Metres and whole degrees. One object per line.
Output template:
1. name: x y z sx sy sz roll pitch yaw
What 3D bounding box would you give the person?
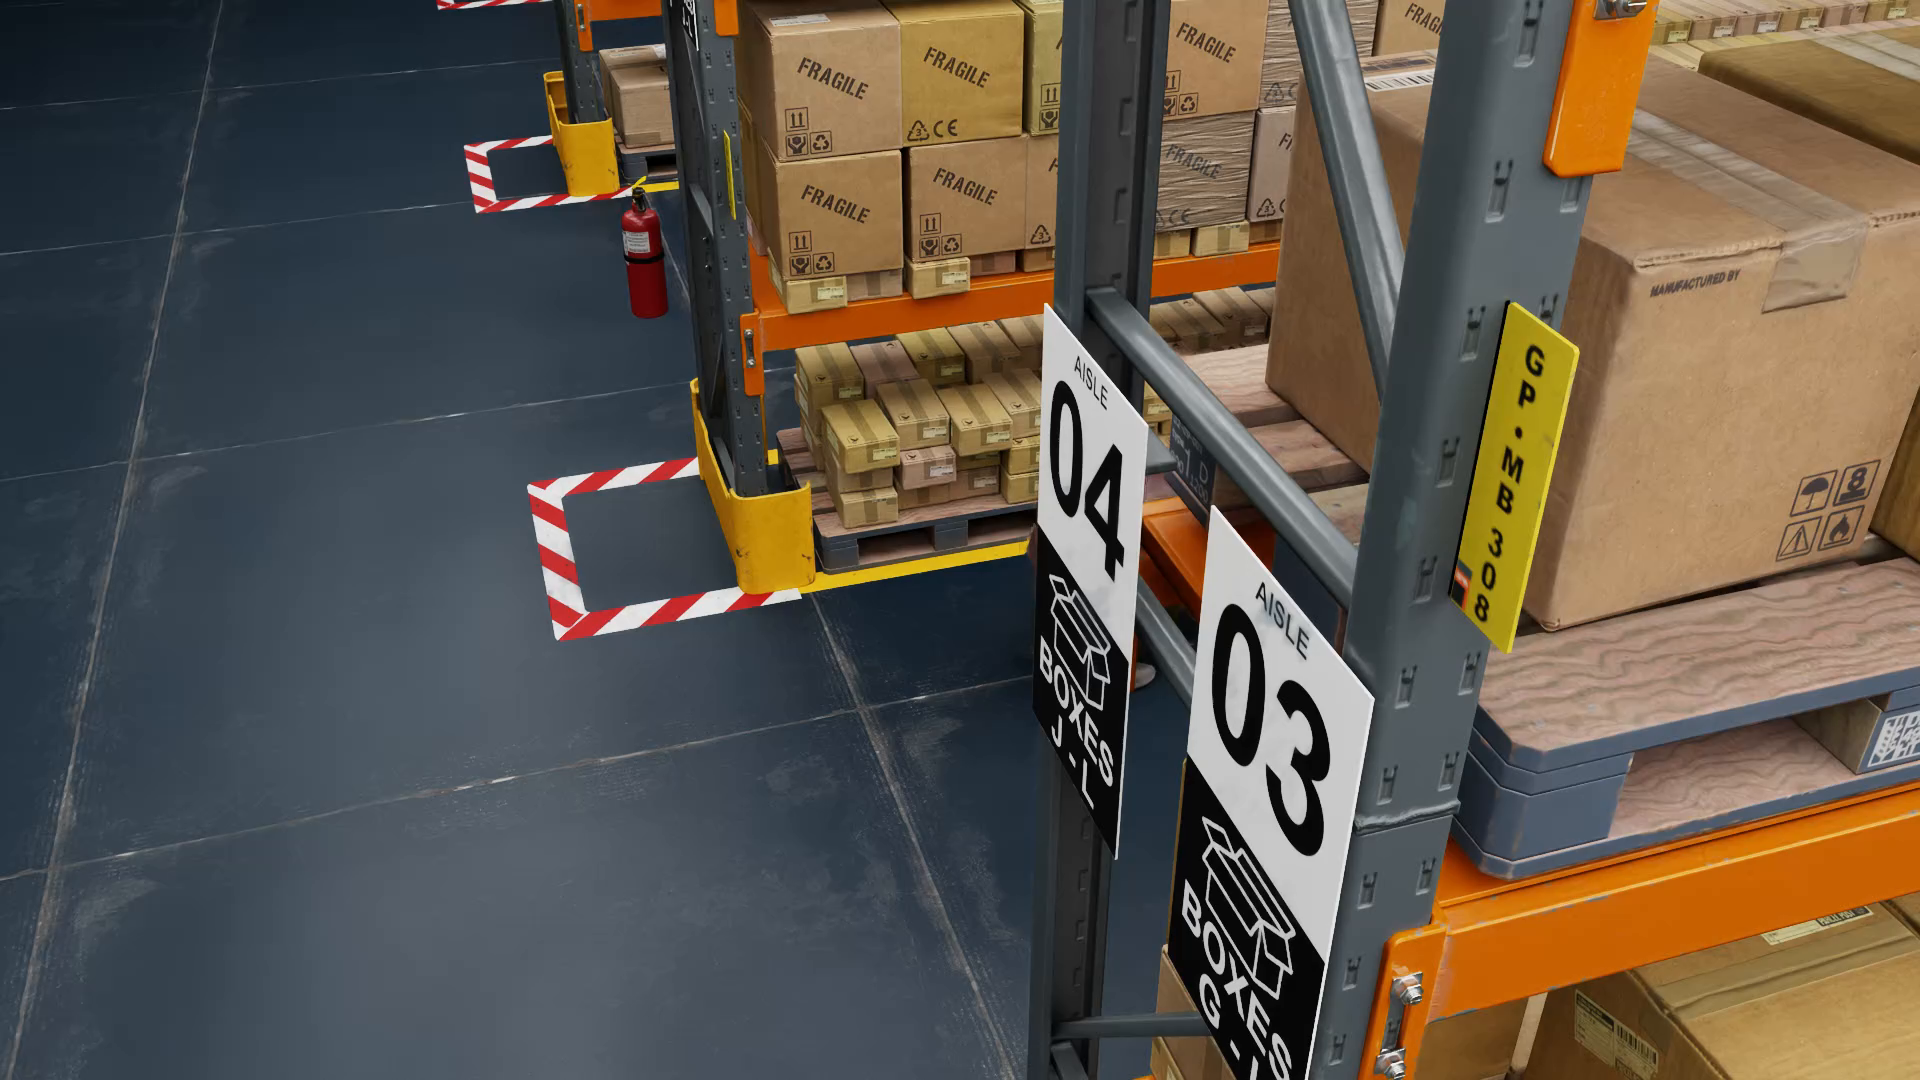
1. person: 0.722 0.084 6.732 0.954 1.002 0.581 -14 36 -20
